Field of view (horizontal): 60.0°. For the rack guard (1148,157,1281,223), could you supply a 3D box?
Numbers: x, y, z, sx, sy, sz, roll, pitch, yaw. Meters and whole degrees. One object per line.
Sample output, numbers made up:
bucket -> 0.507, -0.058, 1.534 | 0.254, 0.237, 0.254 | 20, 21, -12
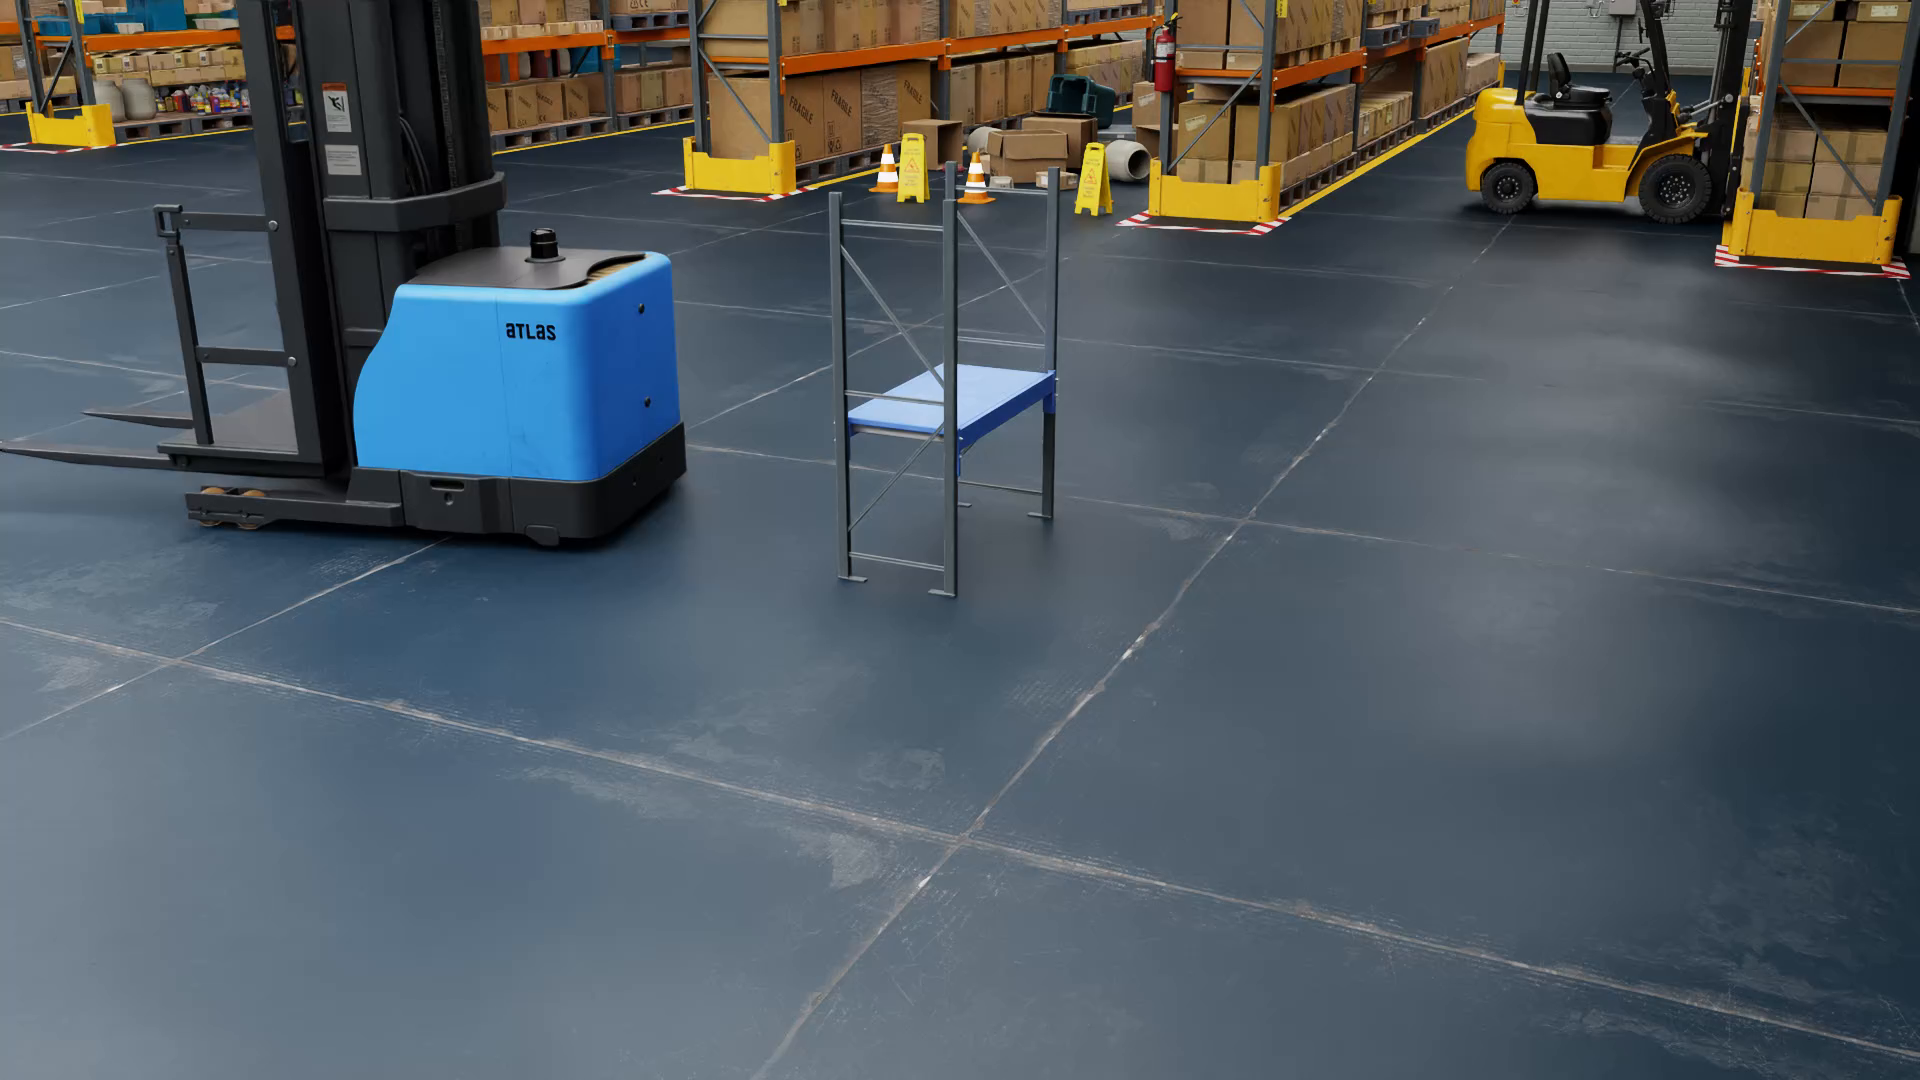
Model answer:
rack guard -> 2.339, -3.232, 15.309 | 1.175, 0.500, 0.348 | 9, 21, 23

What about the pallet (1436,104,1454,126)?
pallet -> 6.476, -6.120, 23.863 | 1.003, 0.211, 1.213 | 9, 21, 23

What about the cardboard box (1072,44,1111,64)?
cardboard box -> 1.951, -7.335, 25.103 | 0.500, 0.250, 0.500 | 9, 21, 23

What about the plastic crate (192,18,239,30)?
plastic crate -> -10.048, -6.993, 22.549 | 0.530, 0.136, 0.437 | 9, 21, 23

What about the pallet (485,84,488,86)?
pallet -> -8.329, -7.326, 27.253 | 1.003, 0.211, 1.213 | 9, 21, 23

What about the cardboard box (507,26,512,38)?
cardboard box -> -5.715, -6.222, 20.362 | 0.380, 0.149, 0.250 | 9, 21, 23

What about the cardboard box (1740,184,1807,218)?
cardboard box -> 6.742, -2.795, 13.830 | 0.500, 0.250, 0.500 | 9, 21, 23

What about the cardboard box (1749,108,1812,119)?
cardboard box -> 7.357, -3.730, 14.964 | 0.500, 0.250, 0.500 | 8, 21, 22

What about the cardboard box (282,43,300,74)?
cardboard box -> -12.047, -8.681, 29.977 | 0.500, 0.500, 0.500 | 10, 22, 25

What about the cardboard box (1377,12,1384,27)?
cardboard box -> 4.570, -5.889, 18.800 | 0.380, 0.149, 0.250 | 9, 21, 24

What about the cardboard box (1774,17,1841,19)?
cardboard box -> 7.020, -4.097, 13.863 | 0.500, 0.500, 0.500 | 9, 22, 24

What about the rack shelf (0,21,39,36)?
rack shelf -> -14.951, -7.379, 24.314 | 1.077, 0.370, 4.000 | 9, 21, 23

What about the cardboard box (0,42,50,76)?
cardboard box -> -14.607, -7.486, 25.899 | 0.500, 0.500, 0.500 | 9, 21, 23

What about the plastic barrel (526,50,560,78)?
plastic barrel -> -7.329, -8.430, 29.168 | 0.600, 0.588, 0.708 | 9, 21, 23

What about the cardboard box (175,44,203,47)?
cardboard box -> -15.885, -10.149, 33.613 | 0.750, 0.750, 0.750 | 9, 22, 24

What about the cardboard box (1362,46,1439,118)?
cardboard box -> 5.942, -6.228, 22.549 | 0.875, 0.875, 0.875 | 8, 21, 22

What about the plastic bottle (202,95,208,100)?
plastic bottle -> -10.523, -6.100, 23.163 | 0.097, 0.201, 0.097 | 0, 20, 0

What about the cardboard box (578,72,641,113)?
cardboard box -> -4.825, -6.183, 22.952 | 0.700, 0.500, 0.500 | 7, 21, 19

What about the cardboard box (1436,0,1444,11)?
cardboard box -> 6.229, -7.275, 22.427 | 0.500, 0.250, 0.500 | 9, 22, 24

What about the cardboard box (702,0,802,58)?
cardboard box -> -2.139, -5.225, 16.960 | 0.875, 0.550, 0.550 | 9, 21, 23

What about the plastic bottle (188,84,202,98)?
plastic bottle -> -10.651, -6.173, 23.147 | 0.144, 0.351, 0.185 | 10, 22, 25

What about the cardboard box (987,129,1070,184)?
cardboard box -> 0.717, -4.094, 17.730 | 0.797, 0.503, 0.637 | -5, 20, -15

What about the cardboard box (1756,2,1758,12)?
cardboard box -> 11.349, -7.502, 22.812 | 0.700, 0.500, 0.500 | 9, 22, 24

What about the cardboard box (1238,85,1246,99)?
cardboard box -> 2.592, -4.426, 16.327 | 0.380, 0.149, 0.250 | 9, 21, 24

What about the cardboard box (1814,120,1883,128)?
cardboard box -> 7.408, -3.354, 13.907 | 0.500, 0.250, 0.500 | 9, 21, 23

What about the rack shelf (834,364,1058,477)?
rack shelf -> -0.035, -0.511, 6.704 | 0.538, 0.185, 1.000 | 9, 21, 23

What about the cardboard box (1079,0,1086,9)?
cardboard box -> 1.613, -7.833, 24.266 | 0.380, 0.149, 0.250 | 10, 22, 25

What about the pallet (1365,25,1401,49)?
pallet -> 4.391, -5.732, 18.897 | 1.003, 0.211, 1.213 | 9, 21, 23

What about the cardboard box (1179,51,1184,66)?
cardboard box -> 2.268, -4.504, 15.532 | 0.380, 0.149, 0.250 | 8, 21, 22

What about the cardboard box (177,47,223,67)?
cardboard box -> -12.900, -8.211, 28.220 | 0.500, 0.311, 0.500 | 8, 21, 22

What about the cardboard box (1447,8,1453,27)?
cardboard box -> 6.627, -7.346, 23.373 | 0.500, 0.250, 0.500 | 9, 21, 23

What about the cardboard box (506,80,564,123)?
cardboard box -> -5.524, -5.696, 21.612 | 0.500, 0.500, 0.500 | 17, 26, 40

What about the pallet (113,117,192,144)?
pallet -> -10.926, -5.389, 21.807 | 1.003, 0.211, 1.213 | 9, 21, 23

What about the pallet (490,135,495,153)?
pallet -> -6.338, -4.699, 19.866 | 1.003, 0.211, 1.213 | 9, 21, 23

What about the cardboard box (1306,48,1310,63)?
cardboard box -> 3.130, -4.647, 15.934 | 0.380, 0.149, 0.250 | 9, 22, 24

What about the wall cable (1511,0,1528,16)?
wall cable -> 11.147, -11.498, 33.259 | 0.585, 1.953, 0.123 | 9, 21, 23

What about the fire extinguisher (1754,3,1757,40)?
fire extinguisher -> 13.028, -8.493, 27.047 | 0.296, 0.674, 0.183 | 9, 21, 23

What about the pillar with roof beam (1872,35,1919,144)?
pillar with roof beam -> 6.474, -9.047, 18.977 | 9.100, 9.000, 0.400 | 9, 21, 23

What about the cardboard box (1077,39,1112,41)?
cardboard box -> 2.120, -7.887, 26.653 | 0.500, 0.250, 0.500 | 8, 21, 20

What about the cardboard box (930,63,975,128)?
cardboard box -> -0.440, -5.597, 20.961 | 1.050, 0.750, 0.750 | 8, 21, 22

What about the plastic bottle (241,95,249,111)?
plastic bottle -> -9.919, -6.054, 23.036 | 0.097, 0.201, 0.097 | 0, 20, 0

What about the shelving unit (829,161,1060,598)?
shelving unit -> -0.035, -0.681, 6.644 | 0.538, 1.500, 1.048 | 9, 21, 23

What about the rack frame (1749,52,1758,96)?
rack frame -> 11.751, -7.374, 23.228 | 1.000, 3.000, 0.127 | 9, 21, 23

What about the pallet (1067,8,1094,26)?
pallet -> 1.221, -7.622, 24.211 | 1.213, 0.211, 1.003 | 9, 21, 23

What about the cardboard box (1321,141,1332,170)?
cardboard box -> 3.527, -3.975, 17.145 | 0.500, 0.250, 0.500 | 9, 21, 24

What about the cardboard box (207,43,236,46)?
cardboard box -> -12.976, -8.599, 29.310 | 0.500, 0.311, 0.500 | 9, 22, 25

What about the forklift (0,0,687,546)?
forklift -> -2.829, -1.591, 7.068 | 3.031, 2.935, 1.130 | 4, 20, 12

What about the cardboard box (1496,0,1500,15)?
cardboard box -> 8.684, -8.989, 27.619 | 0.500, 0.500, 0.500 | 8, 21, 22

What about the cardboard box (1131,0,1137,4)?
cardboard box -> 2.576, -8.554, 26.293 | 0.380, 0.149, 0.250 | 9, 21, 23

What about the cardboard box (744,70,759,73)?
cardboard box -> -3.156, -7.596, 26.396 | 1.225, 0.875, 0.875 | 8, 21, 20

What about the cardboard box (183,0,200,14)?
cardboard box -> -13.166, -9.084, 27.885 | 0.500, 0.500, 0.500 | 7, 21, 20

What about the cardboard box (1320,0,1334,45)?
cardboard box -> 3.372, -5.151, 16.384 | 0.500, 0.500, 0.500 | 8, 21, 22

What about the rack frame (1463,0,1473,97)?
rack frame -> 7.221, -8.054, 25.140 | 1.000, 3.000, 0.127 | 9, 21, 23

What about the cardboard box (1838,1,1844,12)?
cardboard box -> 8.133, -4.839, 14.983 | 0.380, 0.149, 0.250 | 9, 22, 24

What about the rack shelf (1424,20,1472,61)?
rack shelf -> 6.402, -7.104, 23.542 | 1.077, 0.370, 4.000 | 9, 21, 23

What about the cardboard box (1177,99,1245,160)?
cardboard box -> 2.398, -3.922, 15.879 | 0.500, 0.500, 0.500 | 9, 21, 23
